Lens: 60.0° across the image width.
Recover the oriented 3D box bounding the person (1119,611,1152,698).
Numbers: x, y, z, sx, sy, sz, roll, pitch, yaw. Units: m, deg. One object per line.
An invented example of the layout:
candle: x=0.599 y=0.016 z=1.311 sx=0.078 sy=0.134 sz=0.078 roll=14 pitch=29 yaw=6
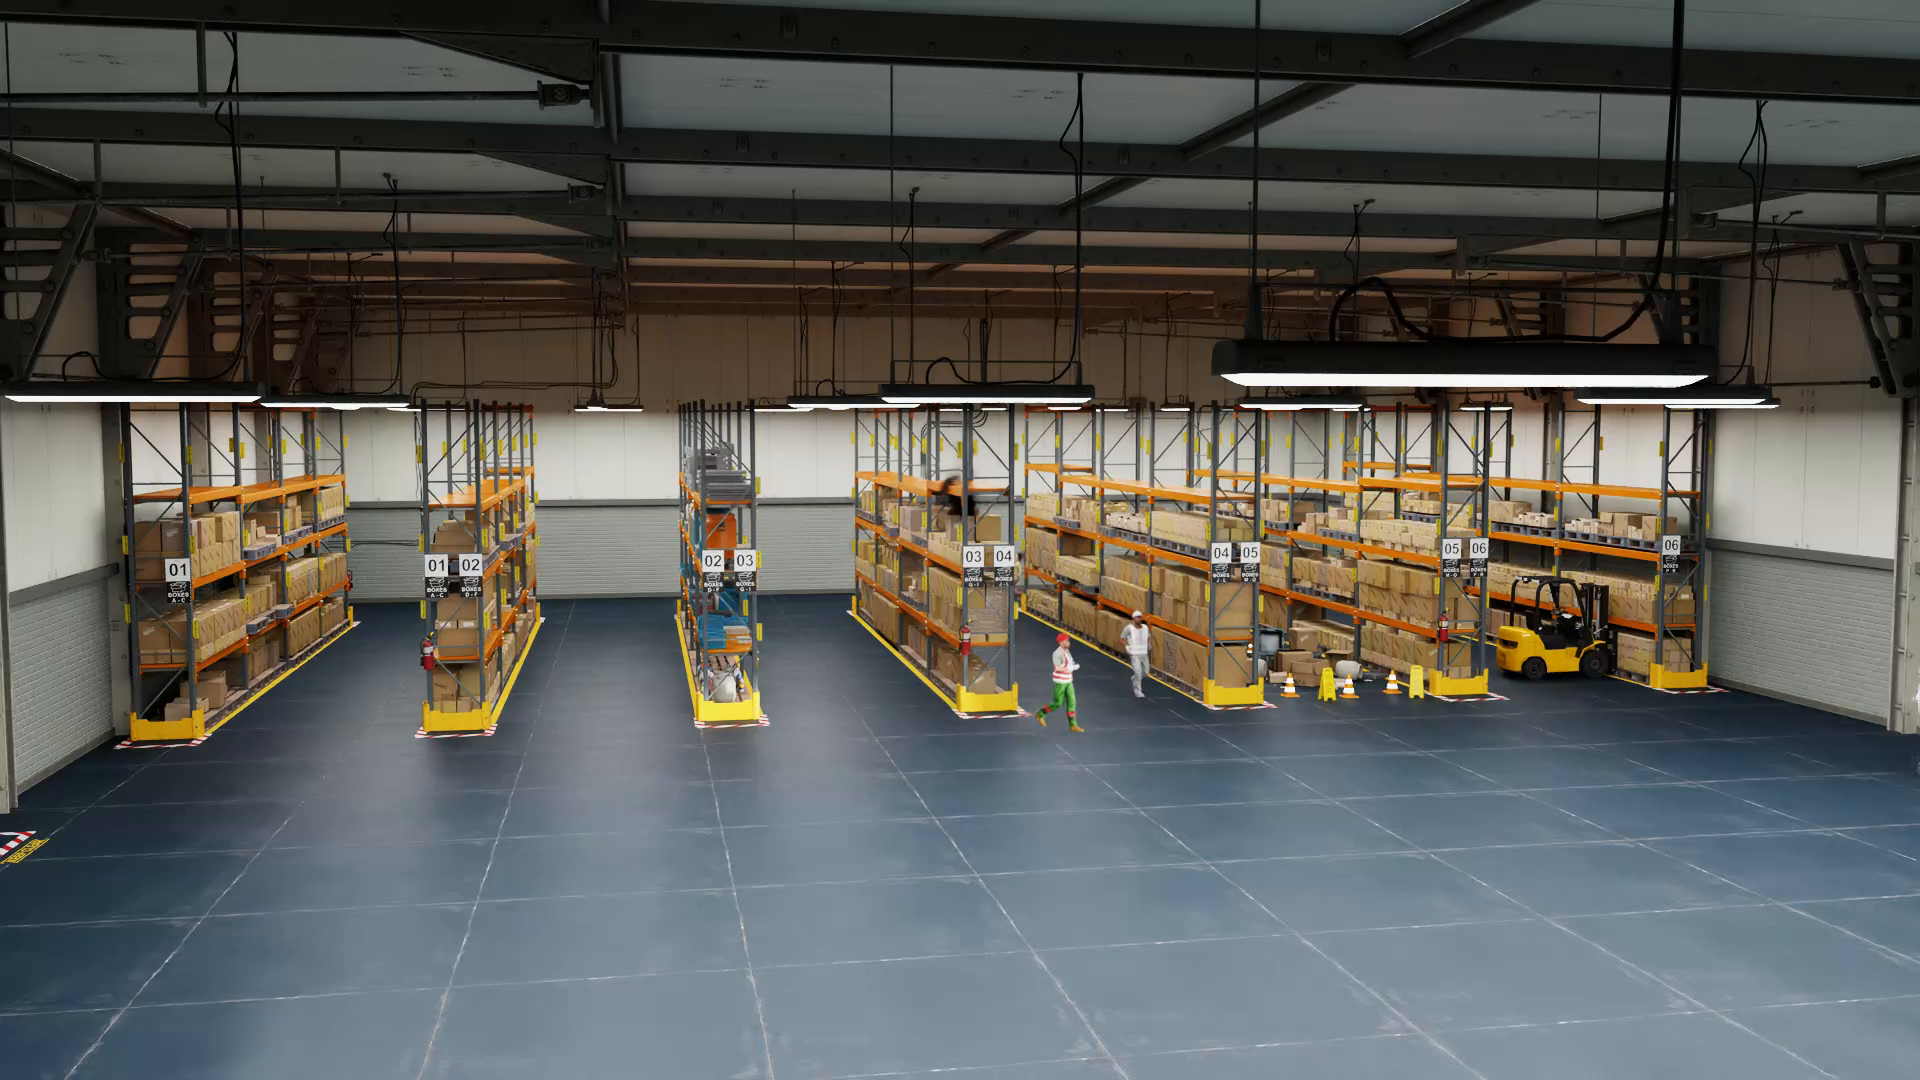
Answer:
person: x=3.586 y=2.306 z=33.743 sx=0.689 sy=1.739 sz=0.730 roll=-2 pitch=5 yaw=-19

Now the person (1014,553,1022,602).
person: x=1.601 y=1.172 z=49.848 sx=0.637 sy=1.563 sz=0.639 roll=0 pitch=4 yaw=2

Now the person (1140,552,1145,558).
person: x=5.505 y=1.063 z=50.664 sx=0.705 sy=1.797 sz=0.676 roll=-1 pitch=4 yaw=-7

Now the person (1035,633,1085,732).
person: x=1.812 y=2.550 z=29.905 sx=0.966 sy=1.769 sz=0.660 roll=2 pitch=5 yaw=29
